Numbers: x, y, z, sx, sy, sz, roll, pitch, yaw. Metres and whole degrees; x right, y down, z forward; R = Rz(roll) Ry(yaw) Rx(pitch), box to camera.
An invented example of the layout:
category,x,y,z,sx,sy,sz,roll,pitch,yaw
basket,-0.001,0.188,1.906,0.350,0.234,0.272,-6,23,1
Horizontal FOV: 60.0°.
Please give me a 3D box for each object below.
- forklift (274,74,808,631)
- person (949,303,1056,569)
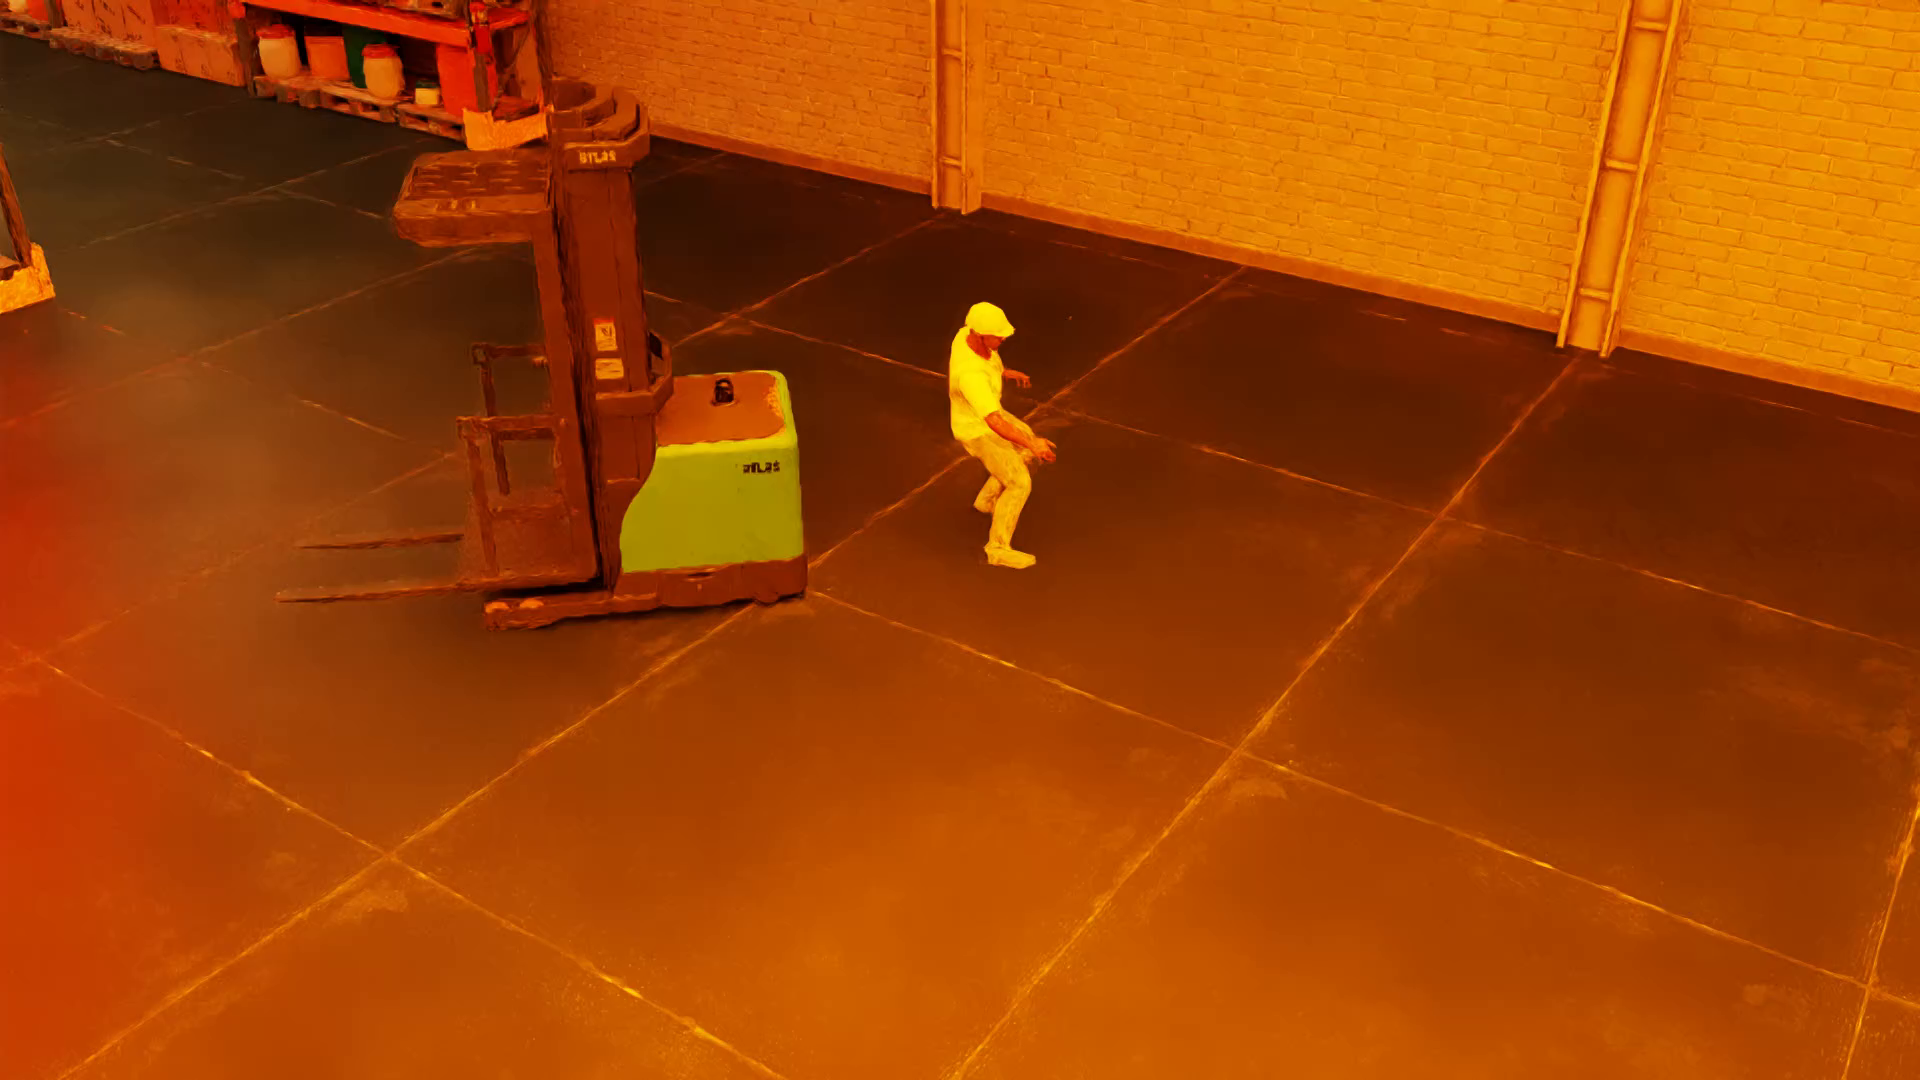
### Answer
category,x,y,z,sx,sy,sz,roll,pitch,yaw
forklift,-2.471,-1.027,9.350,3.031,2.935,1.130,-5,31,-8
person,0.257,-0.724,10.153,0.648,1.611,0.929,1,30,2
